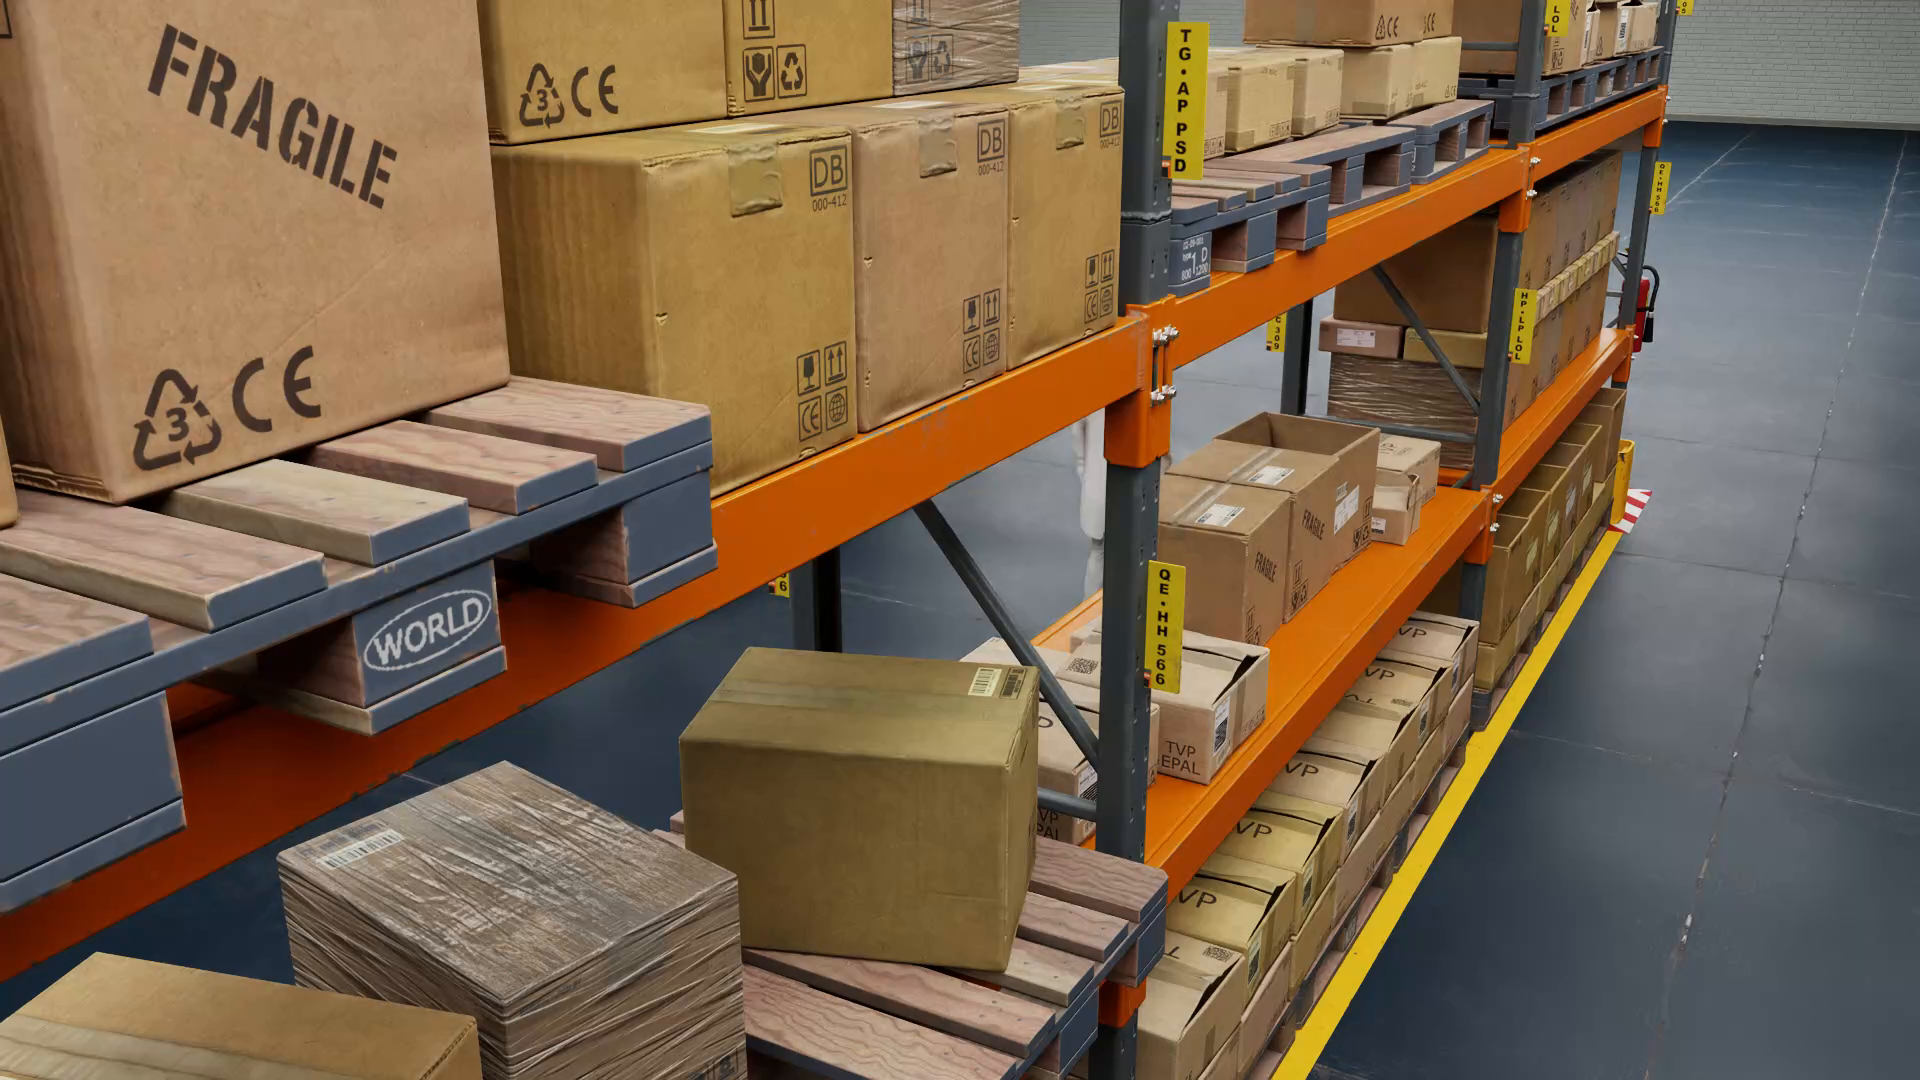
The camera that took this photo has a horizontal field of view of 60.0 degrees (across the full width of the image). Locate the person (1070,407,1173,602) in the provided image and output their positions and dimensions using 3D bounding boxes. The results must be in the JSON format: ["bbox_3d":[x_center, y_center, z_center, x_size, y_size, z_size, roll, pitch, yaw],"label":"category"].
[{"bbox_3d":[0.861,-0.258,8.925,0.587,1.730,0.409,11,22,30],"label":"person"}]
